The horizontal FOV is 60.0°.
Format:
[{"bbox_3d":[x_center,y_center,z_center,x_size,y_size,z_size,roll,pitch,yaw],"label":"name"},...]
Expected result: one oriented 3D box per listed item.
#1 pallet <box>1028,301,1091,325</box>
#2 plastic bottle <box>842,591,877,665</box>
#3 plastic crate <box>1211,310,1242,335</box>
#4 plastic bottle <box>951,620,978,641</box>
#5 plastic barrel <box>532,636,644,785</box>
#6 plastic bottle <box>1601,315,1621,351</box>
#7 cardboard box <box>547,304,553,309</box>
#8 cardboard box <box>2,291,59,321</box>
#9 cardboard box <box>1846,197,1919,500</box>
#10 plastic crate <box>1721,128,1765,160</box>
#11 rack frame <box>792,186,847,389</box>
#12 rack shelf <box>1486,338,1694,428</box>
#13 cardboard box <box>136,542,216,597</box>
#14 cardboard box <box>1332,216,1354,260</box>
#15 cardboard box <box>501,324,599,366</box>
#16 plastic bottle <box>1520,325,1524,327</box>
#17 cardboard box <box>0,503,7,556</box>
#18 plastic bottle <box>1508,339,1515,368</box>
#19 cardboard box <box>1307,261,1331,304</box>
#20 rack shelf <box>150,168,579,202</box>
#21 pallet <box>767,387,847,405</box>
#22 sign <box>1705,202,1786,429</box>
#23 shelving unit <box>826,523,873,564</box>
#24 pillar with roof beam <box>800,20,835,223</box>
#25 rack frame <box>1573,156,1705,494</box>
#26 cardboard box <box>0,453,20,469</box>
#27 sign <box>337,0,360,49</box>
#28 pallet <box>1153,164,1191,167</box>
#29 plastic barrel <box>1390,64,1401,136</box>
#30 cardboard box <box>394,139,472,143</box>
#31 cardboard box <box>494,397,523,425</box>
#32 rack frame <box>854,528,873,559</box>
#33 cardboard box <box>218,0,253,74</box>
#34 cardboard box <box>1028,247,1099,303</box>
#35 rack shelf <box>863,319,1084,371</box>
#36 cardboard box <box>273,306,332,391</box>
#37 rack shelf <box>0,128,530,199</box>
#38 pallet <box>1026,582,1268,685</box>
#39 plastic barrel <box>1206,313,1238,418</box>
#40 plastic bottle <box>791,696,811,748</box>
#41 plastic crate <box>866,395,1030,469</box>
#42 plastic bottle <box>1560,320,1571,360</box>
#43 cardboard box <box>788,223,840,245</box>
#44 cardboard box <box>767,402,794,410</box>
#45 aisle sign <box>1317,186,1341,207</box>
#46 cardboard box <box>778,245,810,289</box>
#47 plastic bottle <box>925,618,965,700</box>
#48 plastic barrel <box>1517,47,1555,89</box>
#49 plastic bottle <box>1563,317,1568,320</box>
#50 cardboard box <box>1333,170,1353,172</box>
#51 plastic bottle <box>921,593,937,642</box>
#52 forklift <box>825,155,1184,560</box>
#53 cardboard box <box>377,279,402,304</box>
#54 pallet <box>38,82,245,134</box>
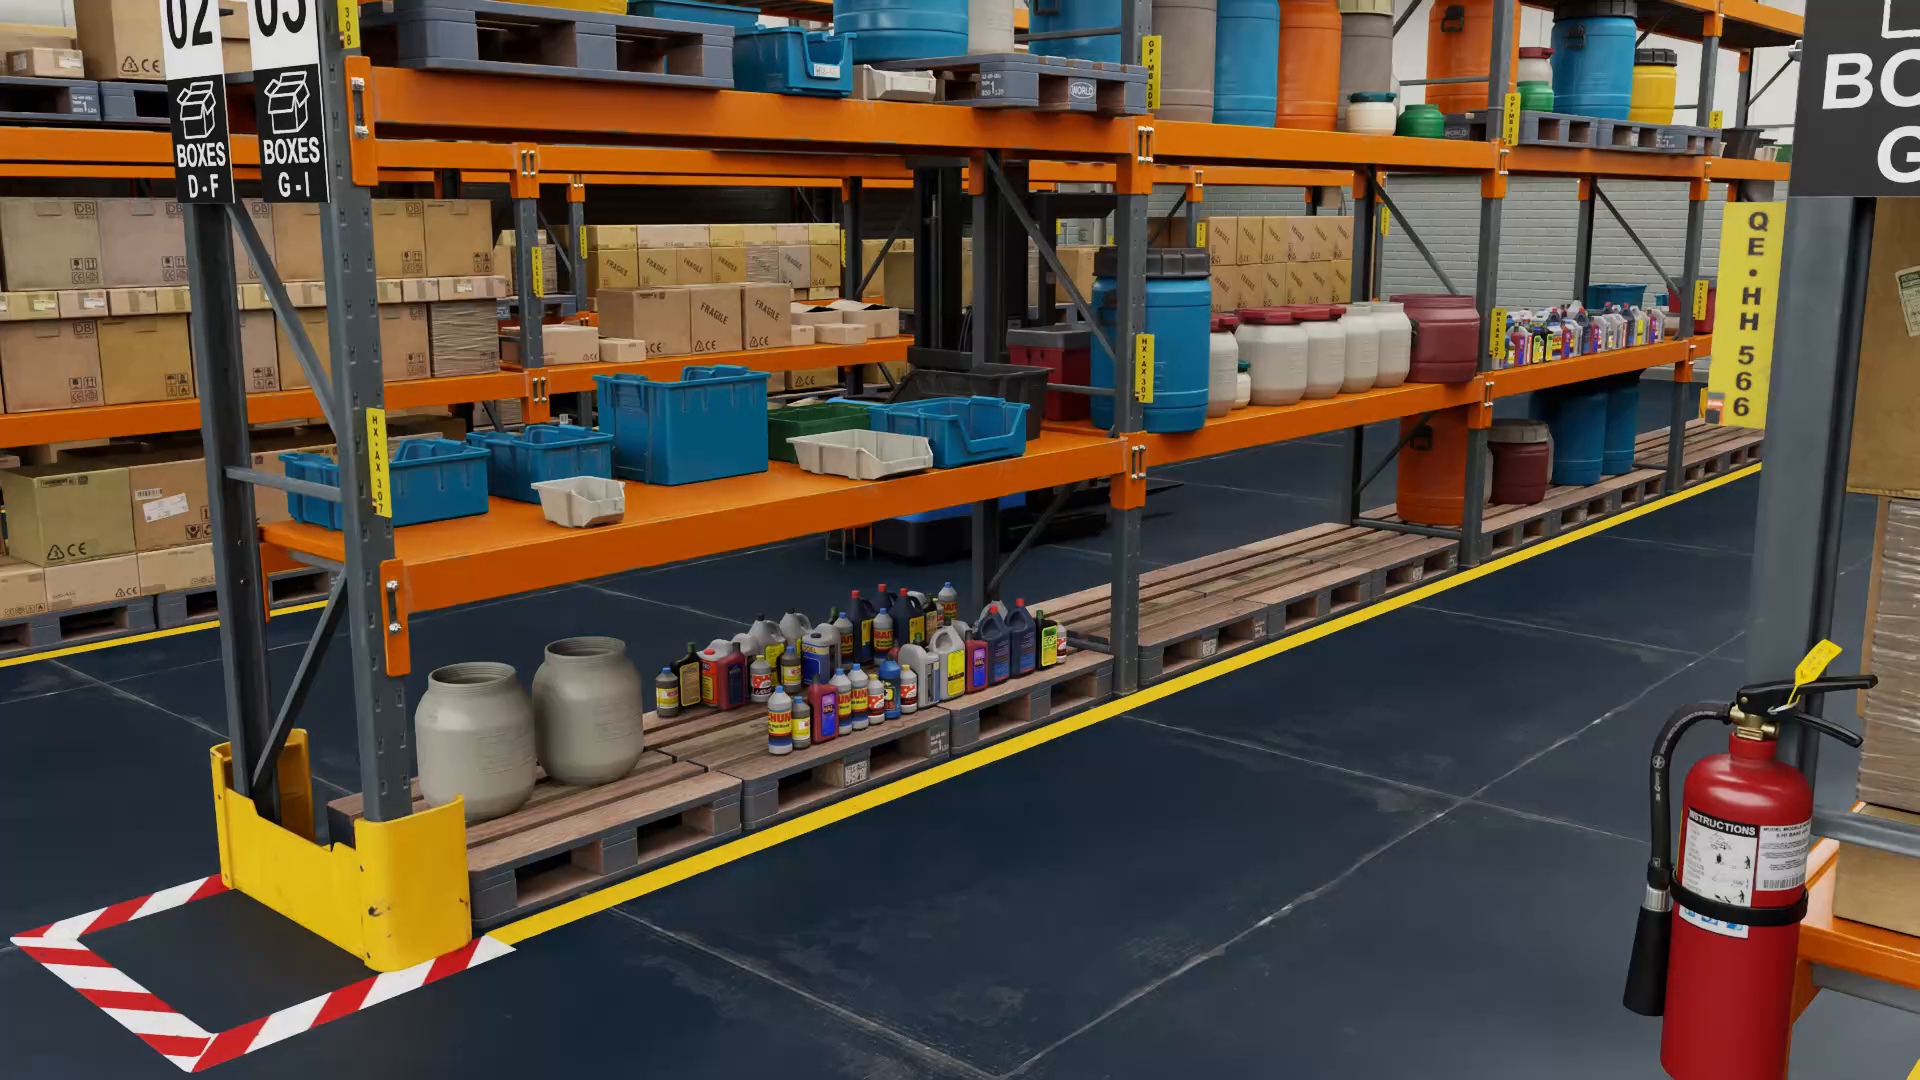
[{"bbox_3d":[0.680,-2.180,15.959,1.003,0.211,1.213,10,15,40],"label":"pallet"},{"bbox_3d":[-0.492,0.418,8.100,0.144,0.351,0.185,9,14,38],"label":"plastic bottle"},{"bbox_3d":[1.821,-1.180,10.297,0.402,0.464,0.583,10,15,40],"label":"plastic crate"},{"bbox_3d":[0.014,0.506,7.848,0.152,0.276,0.135,10,15,40],"label":"plastic bottle"},{"bbox_3d":[-1.455,0.664,6.509,0.421,0.512,0.421,0,11,0],"label":"plastic barrel"},{"bbox_3d":[5.078,-1.627,13.015,0.152,0.276,0.135,10,15,40],"label":"plastic bottle"},{"bbox_3d":[-4.302,-2.595,18.137,0.380,0.149,0.250,10,15,41],"label":"cardboard box"},{"bbox_3d":[-5.123,-1.283,9.067,0.380,0.149,0.250,10,15,41],"label":"cardboard box"},{"bbox_3d":[1.735,-0.327,2.625,0.500,0.500,0.500,10,15,40],"label":"cardboard box"},{"bbox_3d":[6.784,-3.489,14.699,0.497,0.269,0.590,10,15,40],"label":"plastic crate"},{"bbox_3d":[-1.684,-3.216,20.655,1.000,3.000,0.127,10,15,40],"label":"rack frame"},{"bbox_3d":[4.438,-1.288,12.839,1.077,0.370,4.000,10,15,40],"label":"rack shelf"},{"bbox_3d":[-4.703,0.134,9.830,0.500,0.250,0.500,10,15,40],"label":"cardboard box"},{"bbox_3d":[4.260,-3.529,19.411,0.500,0.500,0.500,10,15,42],"label":"cardboard box"},{"bbox_3d":[-2.949,-1.404,11.964,0.500,0.250,0.500,11,16,44],"label":"cardboard box"},{"bbox_3d":[4.003,-1.395,11.865,0.097,0.271,0.097,0,11,0],"label":"plastic bottle"},{"bbox_3d":[-5.751,-0.153,9.354,0.500,0.500,0.500,10,15,40],"label":"cardboard box"},{"bbox_3d":[3.807,-1.299,11.564,0.097,0.201,0.097,0,11,0],"label":"plastic bottle"},{"bbox_3d":[3.916,-2.963,19.133,0.500,0.500,0.500,10,15,41],"label":"cardboard box"},{"bbox_3d":[-5.644,-3.452,16.012,1.077,0.370,4.000,10,15,40],"label":"rack shelf"},{"bbox_3d":[-2.137,-1.725,20.311,1.003,0.211,1.213,10,15,40],"label":"pallet"},{"bbox_3d":[1.154,-0.327,2.426,0.100,0.325,0.005,10,15,40],"label":"sign"},{"bbox_3d":[-0.767,-0.381,11.437,0.252,1.050,0.215,-10,15,-41],"label":"shelving unit"},{"bbox_3d":[1.362,-5.816,18.356,9.100,9.000,0.400,10,15,40],"label":"pillar with roof beam"},{"bbox_3d":[5.758,-1.935,14.242,1.000,3.000,0.127,10,15,40],"label":"rack frame"},{"bbox_3d":[-8.035,-0.624,13.833,0.380,0.149,0.250,8,14,36],"label":"cardboard box"},{"bbox_3d":[-1.753,-1.573,4.749,0.100,0.325,0.005,10,15,40],"label":"sign"},{"bbox_3d":[1.557,-3.868,16.741,1.213,0.211,1.003,10,15,40],"label":"pallet"},{"bbox_3d":[2.682,-2.866,10.960,0.421,0.512,0.421,0,11,0],"label":"plastic barrel"},{"bbox_3d":[-5.250,-3.980,16.508,0.637,0.503,0.797,-10,15,-40],"label":"cardboard box"},{"bbox_3d":[-4.760,-1.505,17.346,0.700,0.500,0.500,10,15,41],"label":"cardboard box"},{"bbox_3d":[-0.677,-0.397,11.518,0.008,1.050,0.200,-10,15,-41],"label":"rack frame"},{"bbox_3d":[-4.423,-2.969,10.068,0.637,0.503,0.797,-10,15,-41],"label":"cardboard box"},{"bbox_3d":[0.920,-2.563,16.059,0.700,0.500,0.500,6,13,26],"label":"cardboard box"},{"bbox_3d":[0.719,-1.929,16.048,1.077,0.370,4.000,10,15,40],"label":"rack shelf"},{"bbox_3d":[-4.207,-1.230,10.458,0.700,0.500,0.500,10,15,41],"label":"cardboard box"},{"bbox_3d":[-4.561,-2.223,9.862,1.077,0.370,4.000,10,15,40],"label":"rack shelf"},{"bbox_3d":[0.966,0.489,9.226,1.003,0.211,1.213,10,15,40],"label":"pallet"},{"bbox_3d":[1.273,-0.937,8.898,0.433,0.535,0.433,0,11,0],"label":"plastic barrel"},{"bbox_3d":[-0.664,0.745,6.844,0.097,0.201,0.097,0,11,0],"label":"plastic bottle"},{"bbox_3d":[-0.049,-0.487,7.373,0.499,0.251,0.616,10,15,40],"label":"plastic crate"},{"bbox_3d":[4.443,-1.475,12.238,0.061,0.283,0.133,10,15,40],"label":"plastic bottle"},{"bbox_3d":[-1.800,-3.687,20.031,0.500,0.250,0.500,10,15,42],"label":"cardboard box"},{"bbox_3d":[-1.507,-1.003,14.090,0.500,0.311,0.500,9,15,39],"label":"cardboard box"},{"bbox_3d":[4.505,-4.488,20.383,0.394,0.787,0.004,10,15,40],"label":"aisle sign"},{"bbox_3d":[-2.129,-3.244,19.729,0.500,0.500,0.500,10,15,41],"label":"cardboard box"},{"bbox_3d":[-0.071,0.533,7.525,0.144,0.351,0.185,10,15,40],"label":"plastic bottle"},{"bbox_3d":[4.175,-3.371,12.351,0.433,0.535,0.433,0,11,0],"label":"plastic barrel"},{"bbox_3d":[5.031,-1.752,13.831,0.097,0.201,0.097,0,11,0],"label":"plastic bottle"},{"bbox_3d":[4.201,-4.380,19.208,0.500,0.250,0.500,10,15,40],"label":"cardboard box"},{"bbox_3d":[-0.175,0.413,8.297,0.061,0.283,0.133,10,15,40],"label":"plastic bottle"},{"bbox_3d":[0.460,-1.519,12.336,3.031,2.935,1.130,-10,15,-41],"label":"forklift"},{"bbox_3d":[-3.768,-1.585,10.576,0.380,0.149,0.250,10,15,40],"label":"cardboard box"},{"bbox_3d":[-4.590,-2.519,9.733,1.003,0.211,1.213,10,15,40],"label":"pallet"}]
